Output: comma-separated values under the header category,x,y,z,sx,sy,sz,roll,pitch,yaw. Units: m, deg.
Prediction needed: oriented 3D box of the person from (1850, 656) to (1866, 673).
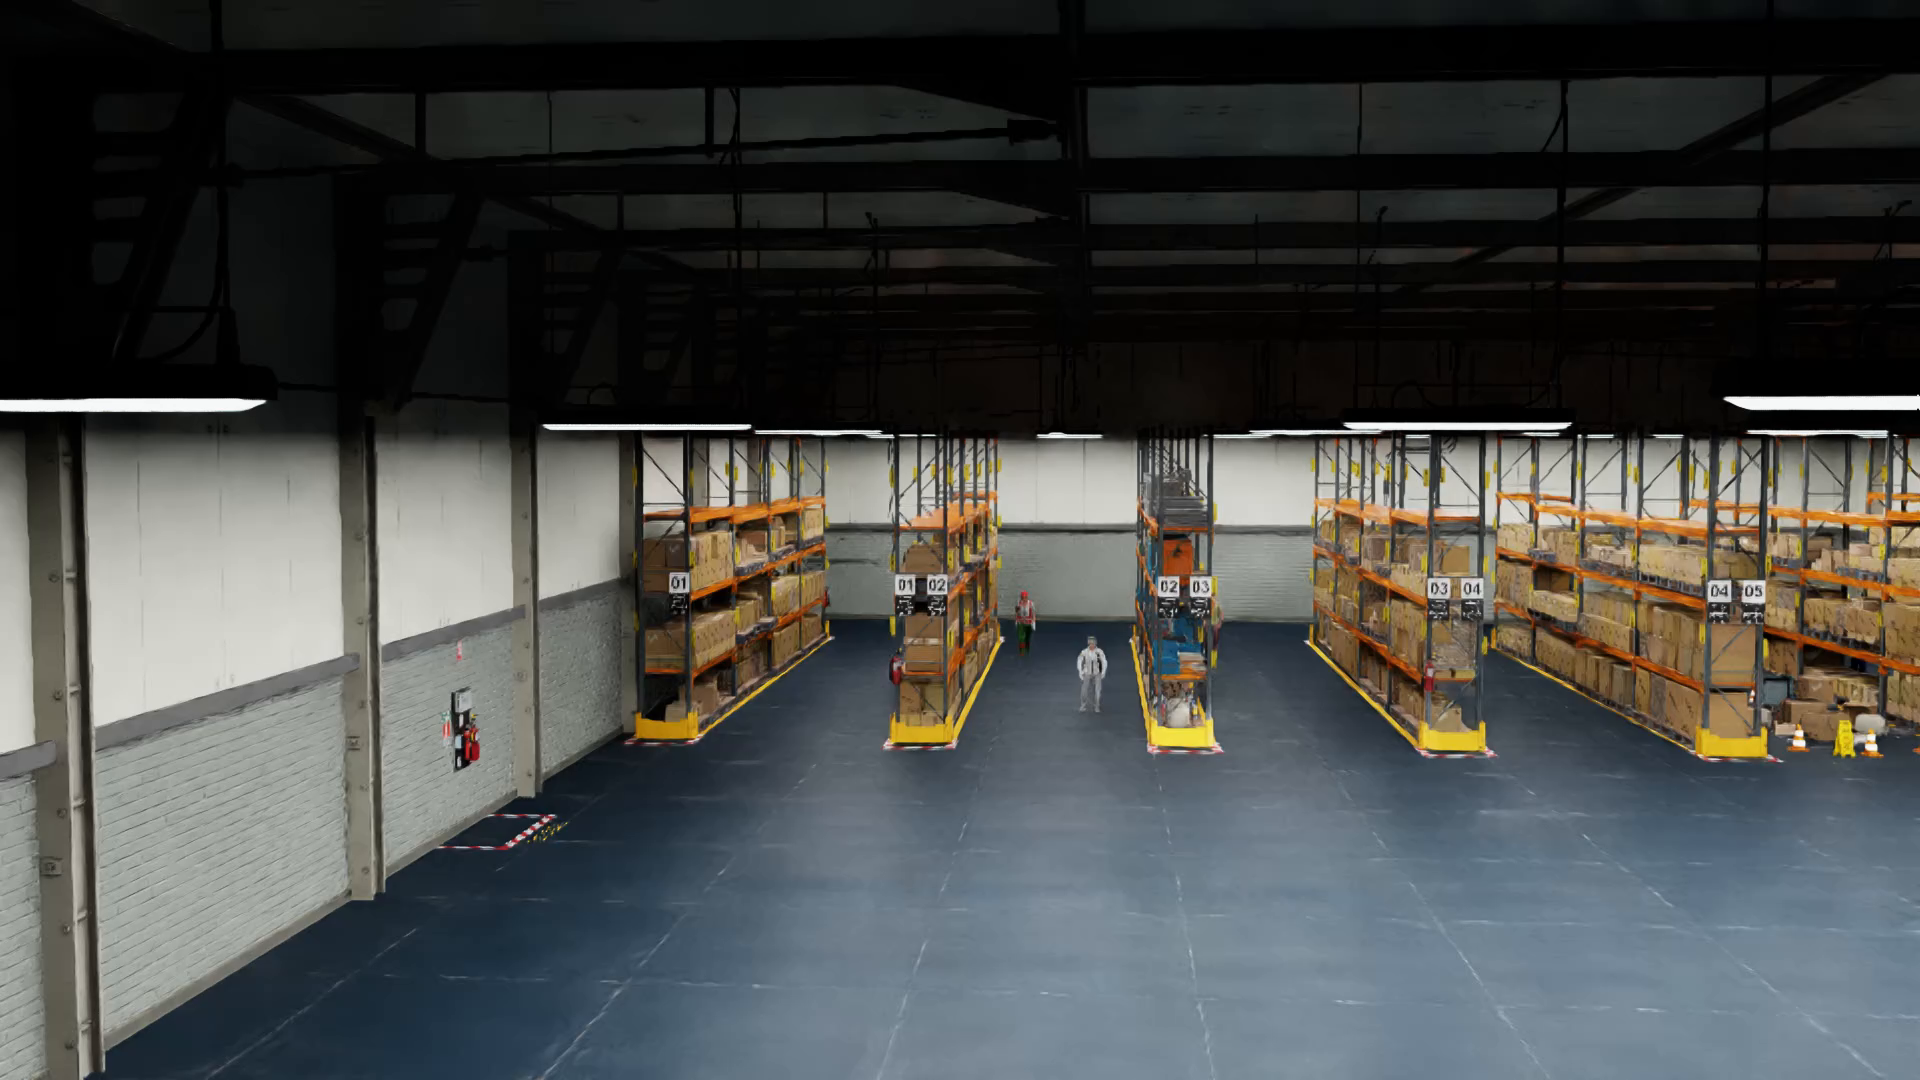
category,x,y,z,sx,sy,sz,roll,pitch,yaw
person,21.808,2.508,40.490,0.551,1.541,0.599,2,4,34

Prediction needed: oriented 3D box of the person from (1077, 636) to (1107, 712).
category,x,y,z,sx,sy,sz,roll,pitch,yaw
person,2.776,2.811,34.998,0.639,1.632,0.512,0,3,2

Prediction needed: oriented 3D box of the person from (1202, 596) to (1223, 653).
category,x,y,z,sx,sy,sz,roll,pitch,yaw
person,6.771,2.237,44.685,0.598,1.619,0.507,0,3,3

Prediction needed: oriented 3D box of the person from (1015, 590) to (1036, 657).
category,x,y,z,sx,sy,sz,roll,pitch,yaw
person,1.736,2.200,44.127,0.567,1.733,1.033,0,3,3
